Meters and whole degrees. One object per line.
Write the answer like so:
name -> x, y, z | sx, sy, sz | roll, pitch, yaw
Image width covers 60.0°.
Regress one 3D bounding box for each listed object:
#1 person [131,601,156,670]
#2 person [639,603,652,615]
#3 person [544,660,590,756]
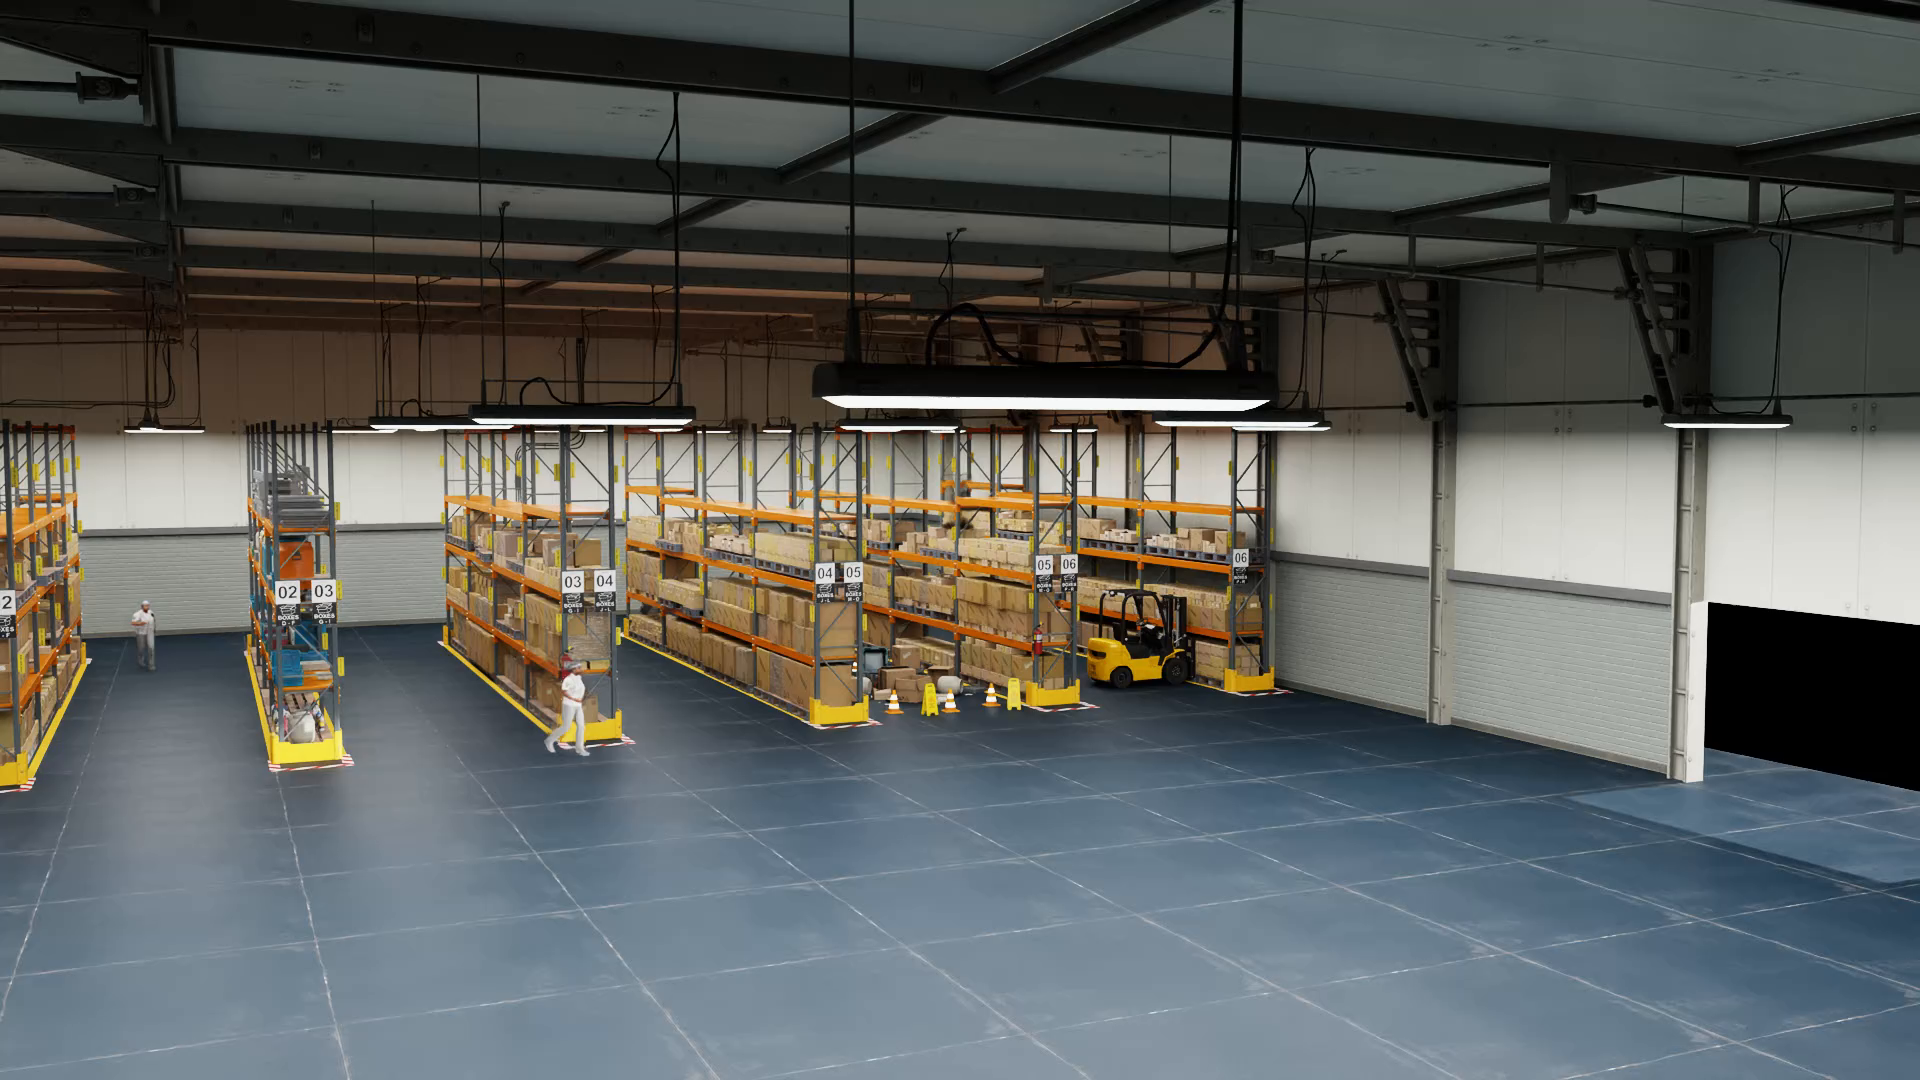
person -> -20.064, 2.346, 40.871 | 0.582, 1.716, 0.826 | -3, 5, -42
person -> -9.224, 1.875, 49.043 | 0.517, 1.599, 0.626 | 0, 4, 3
person -> -6.998, 3.010, 29.992 | 0.845, 1.688, 0.663 | 1, 4, 18
